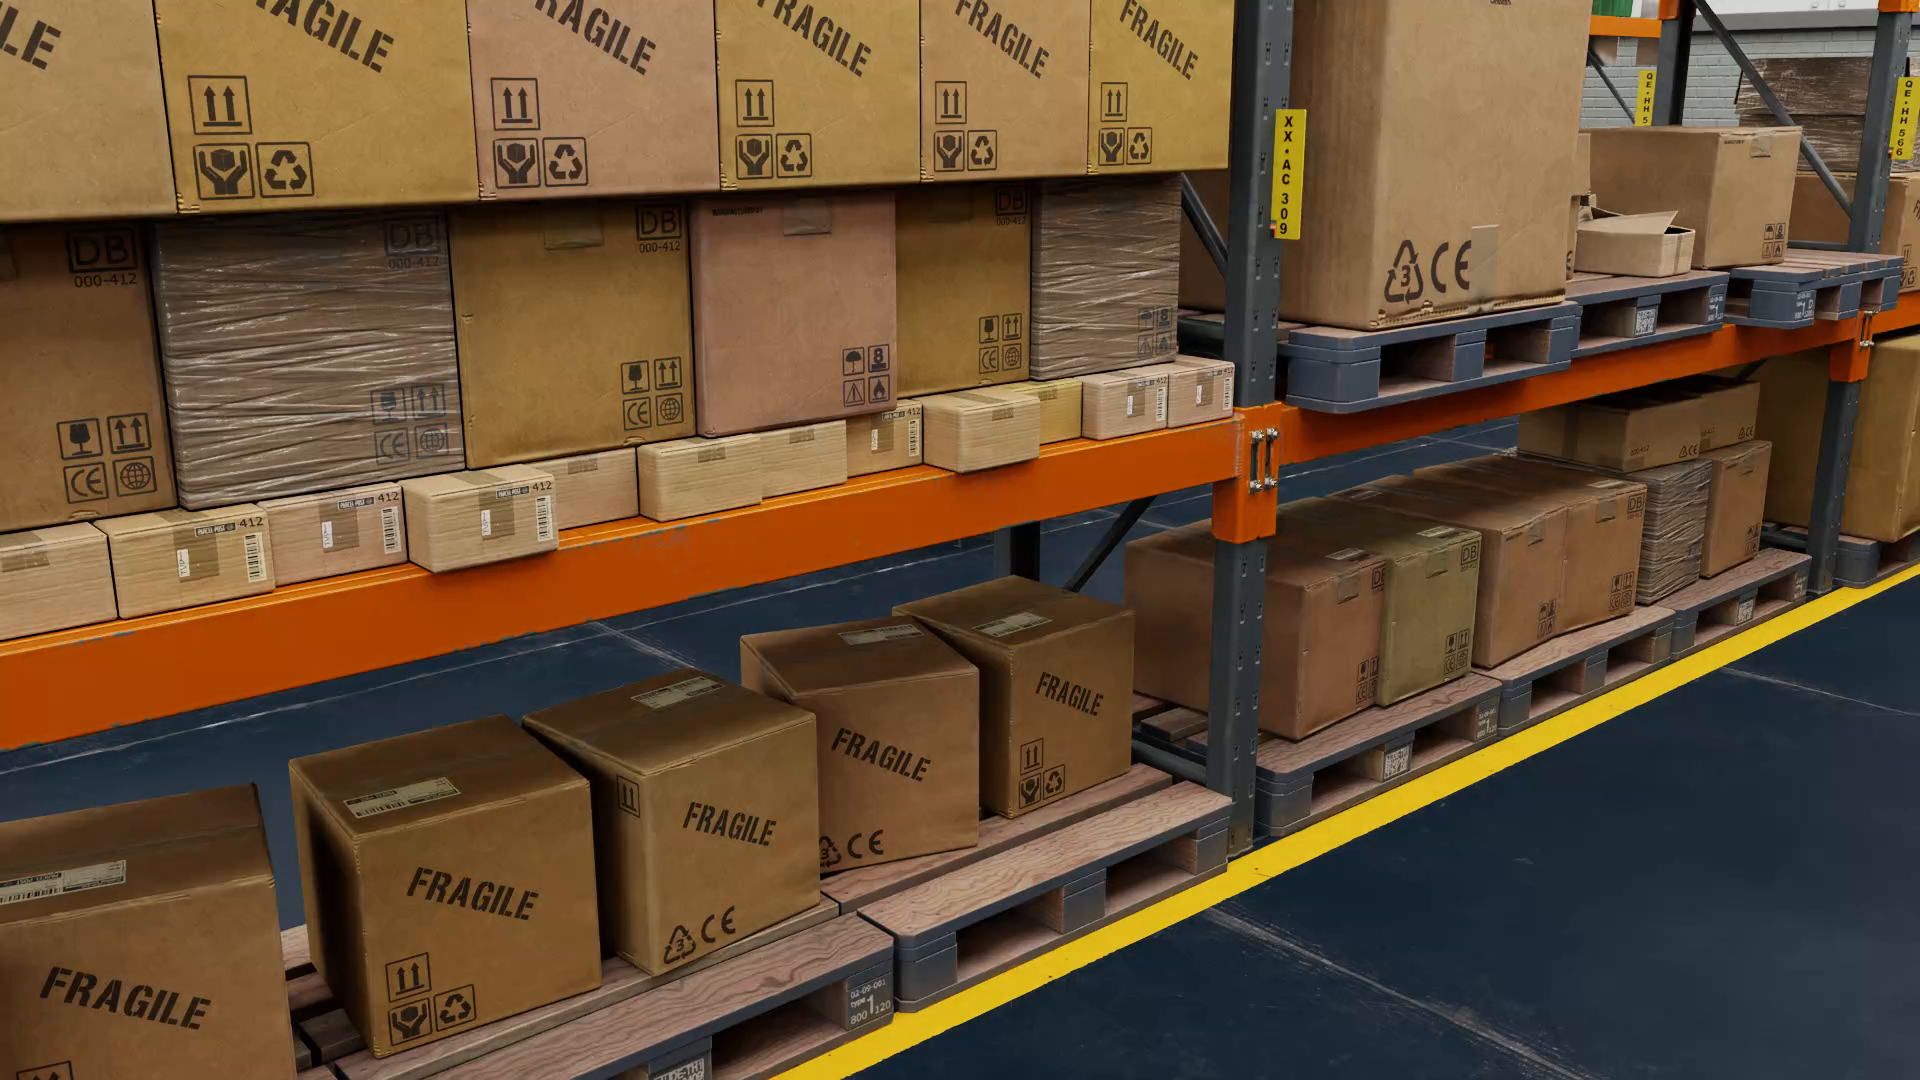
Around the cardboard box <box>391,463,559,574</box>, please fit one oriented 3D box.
[{"bbox_3d":[-0.970,-0.066,3.173,0.250,0.149,0.380,-13,19,-39],"label":"cardboard box"}]

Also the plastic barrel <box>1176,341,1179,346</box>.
[{"bbox_3d":[1.457,-1.585,12.232,0.708,0.588,0.600,-13,19,-39],"label":"plastic barrel"}]

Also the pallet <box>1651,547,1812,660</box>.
[{"bbox_3d":[2.908,0.173,7.192,1.213,0.211,1.003,-13,19,-39],"label":"pallet"}]

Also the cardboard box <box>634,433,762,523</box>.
[{"bbox_3d":[-0.630,-0.162,3.531,0.250,0.149,0.380,-13,19,-39],"label":"cardboard box"}]

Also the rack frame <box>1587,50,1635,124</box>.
[{"bbox_3d":[6.282,-3.625,16.010,0.127,3.000,1.000,-13,19,-39],"label":"rack frame"}]

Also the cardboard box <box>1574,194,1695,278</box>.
[{"bbox_3d":[2.417,-1.109,6.035,0.258,0.266,0.396,-13,20,-41],"label":"cardboard box"}]

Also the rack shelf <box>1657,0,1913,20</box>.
[{"bbox_3d":[1.989,-2.069,5.764,4.000,0.370,1.077,-13,19,-39],"label":"rack shelf"}]

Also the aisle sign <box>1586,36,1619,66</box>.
[{"bbox_3d":[6.141,-4.951,15.937,0.004,0.787,0.394,-13,19,-39],"label":"aisle sign"}]

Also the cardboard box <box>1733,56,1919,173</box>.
[{"bbox_3d":[4.060,-1.960,7.636,0.637,0.503,0.797,-12,19,-38],"label":"cardboard box"}]

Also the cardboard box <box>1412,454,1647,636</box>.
[{"bbox_3d":[2.173,0.000,6.427,0.500,0.500,0.700,-11,18,-35],"label":"cardboard box"}]

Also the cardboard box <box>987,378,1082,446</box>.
[{"bbox_3d":[0.088,-0.342,4.205,0.250,0.149,0.380,-13,19,-39],"label":"cardboard box"}]

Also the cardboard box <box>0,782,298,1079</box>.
[{"bbox_3d":[-1.626,0.844,3.309,0.500,0.500,0.500,-7,17,-25],"label":"cardboard box"}]

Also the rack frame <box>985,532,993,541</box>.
[{"bbox_3d":[0.083,-0.453,8.203,0.006,0.900,0.240,-13,19,-39],"label":"rack frame"}]

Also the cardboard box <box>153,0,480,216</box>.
[{"bbox_3d":[-1.185,-0.834,2.853,0.500,0.500,0.500,-13,19,-39],"label":"cardboard box"}]

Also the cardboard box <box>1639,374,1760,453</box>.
[{"bbox_3d":[3.012,-0.554,7.049,0.500,0.250,0.500,-12,19,-37],"label":"cardboard box"}]

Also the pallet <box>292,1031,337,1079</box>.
[{"bbox_3d":[-1.844,1.253,3.150,1.213,0.211,1.003,-13,19,-39],"label":"pallet"}]

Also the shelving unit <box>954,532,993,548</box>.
[{"bbox_3d":[0.006,-0.436,8.139,0.210,0.900,0.258,-13,19,-39],"label":"shelving unit"}]

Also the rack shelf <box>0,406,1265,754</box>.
[{"bbox_3d":[-1.028,0.058,3.614,4.000,0.370,1.077,-13,19,-39],"label":"rack shelf"}]

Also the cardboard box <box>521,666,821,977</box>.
[{"bbox_3d":[-0.691,0.655,4.014,0.500,0.500,0.500,14,20,42],"label":"cardboard box"}]

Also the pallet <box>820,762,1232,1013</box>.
[{"bbox_3d":[-0.003,0.840,4.698,1.213,0.211,1.003,-13,19,-39],"label":"pallet"}]

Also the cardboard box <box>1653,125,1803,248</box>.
[{"bbox_3d":[3.117,-1.458,6.888,0.500,0.500,0.500,13,20,40],"label":"cardboard box"}]

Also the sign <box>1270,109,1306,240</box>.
[{"bbox_3d":[0.843,-0.942,4.287,0.005,0.325,0.100,-13,19,-39],"label":"sign"}]

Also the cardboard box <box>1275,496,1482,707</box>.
[{"bbox_3d":[1.330,0.190,5.718,0.500,0.500,0.700,-13,20,-40],"label":"cardboard box"}]

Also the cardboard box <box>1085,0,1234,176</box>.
[{"bbox_3d":[0.322,-1.174,4.123,0.500,0.500,0.500,-13,19,-39],"label":"cardboard box"}]

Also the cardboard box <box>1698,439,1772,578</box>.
[{"bbox_3d":[3.006,-0.193,7.153,0.500,0.500,0.700,-14,20,-42],"label":"cardboard box"}]

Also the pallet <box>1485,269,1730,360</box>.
[{"bbox_3d":[2.032,-0.870,6.066,1.213,0.211,1.003,-13,19,-39],"label":"pallet"}]

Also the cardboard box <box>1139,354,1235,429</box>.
[{"bbox_3d":[0.511,-0.413,4.471,0.250,0.149,0.380,-13,19,-39],"label":"cardboard box"}]

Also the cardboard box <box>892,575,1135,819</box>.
[{"bbox_3d":[0.153,0.436,4.834,0.500,0.500,0.500,-13,20,-41],"label":"cardboard box"}]

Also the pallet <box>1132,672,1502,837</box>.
[{"bbox_3d":[1.067,0.587,5.644,1.213,0.211,1.003,-13,19,-39],"label":"pallet"}]

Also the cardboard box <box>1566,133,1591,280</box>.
[{"bbox_3d":[1.728,-1.193,5.889,0.637,0.503,0.797,-10,18,-34],"label":"cardboard box"}]

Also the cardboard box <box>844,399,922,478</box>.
[{"bbox_3d":[-0.302,-0.261,3.903,0.250,0.149,0.380,-13,19,-39],"label":"cardboard box"}]

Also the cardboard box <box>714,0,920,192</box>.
[{"bbox_3d":[-0.432,-1.004,3.489,0.500,0.500,0.500,-13,19,-39],"label":"cardboard box"}]

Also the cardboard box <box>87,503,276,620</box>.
[{"bbox_3d":[-1.398,0.003,2.912,0.250,0.149,0.380,-13,19,-39],"label":"cardboard box"}]

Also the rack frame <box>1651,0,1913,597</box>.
[{"bbox_3d":[3.498,-1.306,7.326,0.127,3.000,1.000,-13,19,-39],"label":"rack frame"}]

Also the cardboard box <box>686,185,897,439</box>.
[{"bbox_3d":[-0.611,-0.574,3.816,0.500,0.500,0.875,-13,19,-39],"label":"cardboard box"}]

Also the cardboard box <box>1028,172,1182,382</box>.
[{"bbox_3d":[0.100,-0.756,4.498,0.500,0.500,0.875,-13,19,-39],"label":"cardboard box"}]

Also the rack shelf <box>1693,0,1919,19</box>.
[{"bbox_3d":[5.007,-2.746,8.301,4.000,0.370,1.077,-13,19,-39],"label":"rack shelf"}]

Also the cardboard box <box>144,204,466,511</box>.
[{"bbox_3d":[-1.400,-0.415,3.221,0.500,0.500,0.875,-13,19,-39],"label":"cardboard box"}]
